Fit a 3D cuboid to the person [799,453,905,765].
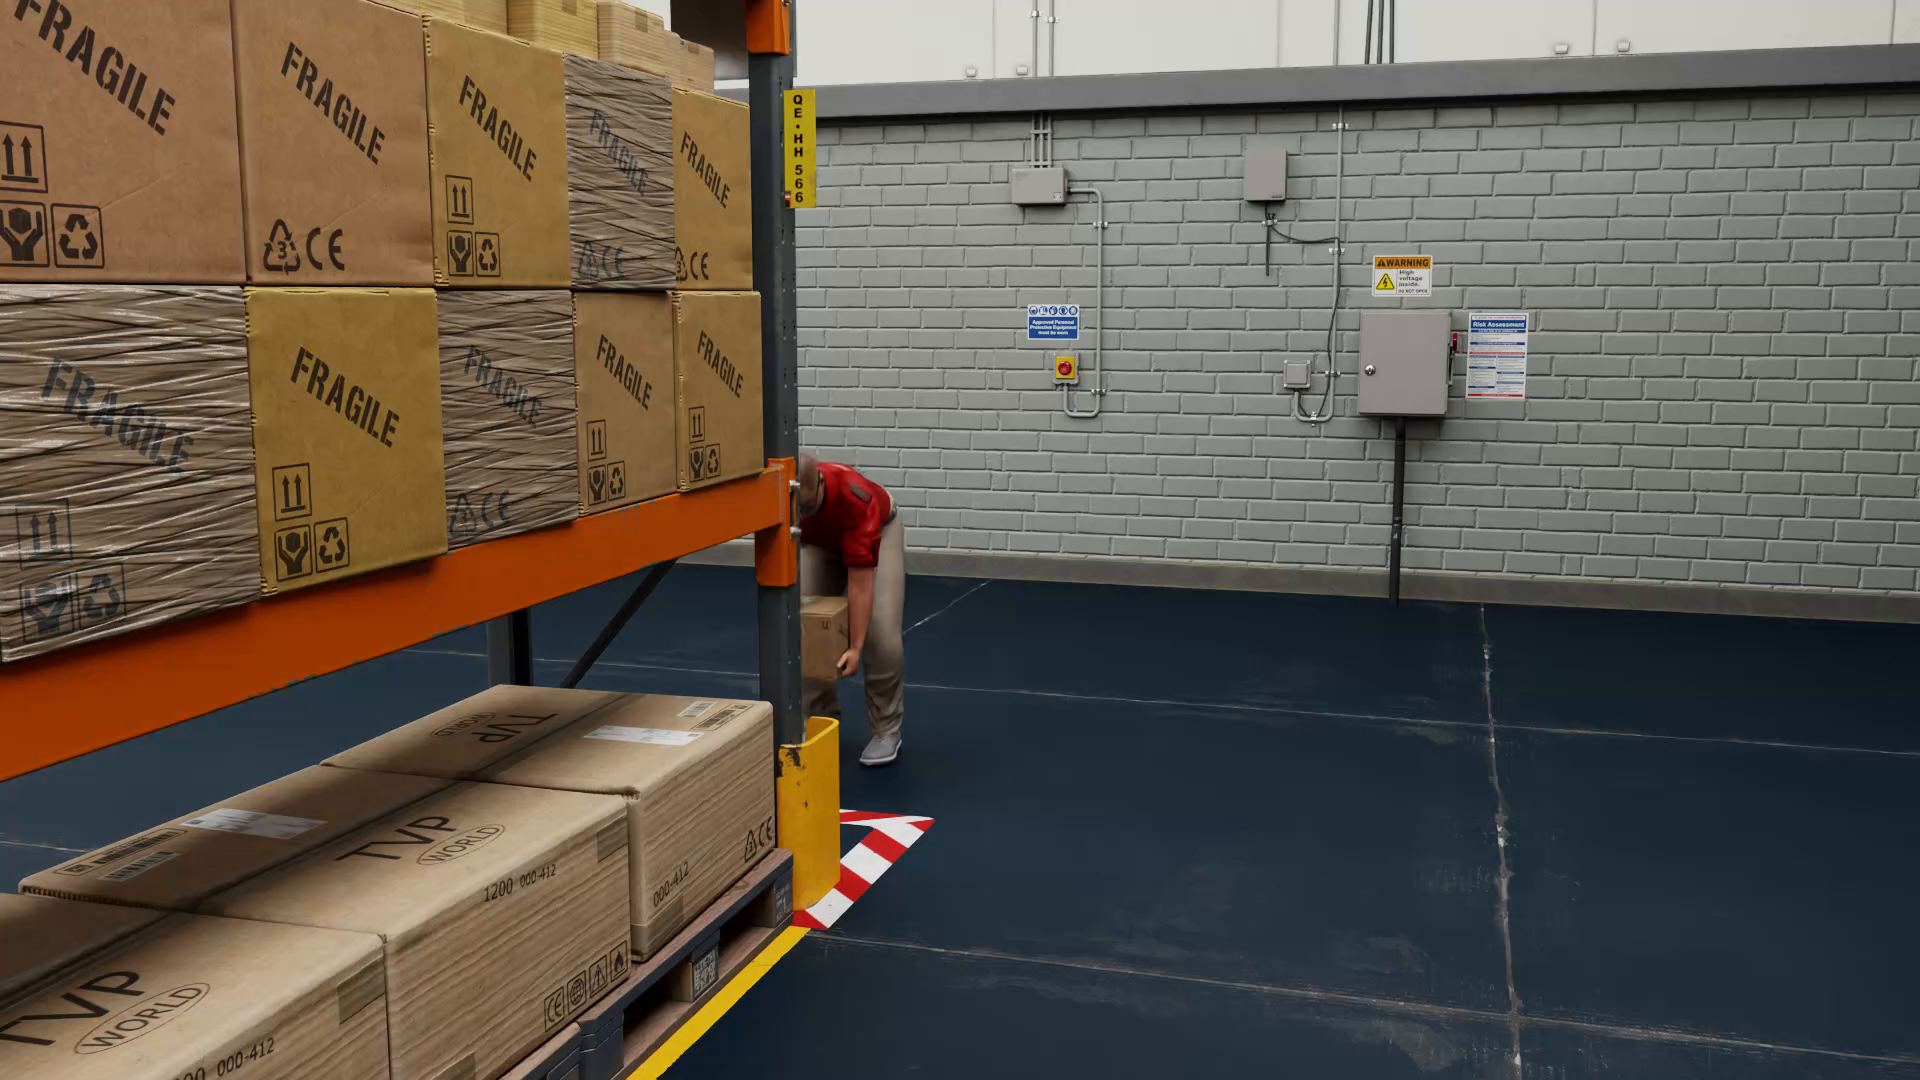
[{"bbox_3d":[-0.497,0.261,6.276,0.483,1.250,0.925,2,9,15],"label":"person"}]
